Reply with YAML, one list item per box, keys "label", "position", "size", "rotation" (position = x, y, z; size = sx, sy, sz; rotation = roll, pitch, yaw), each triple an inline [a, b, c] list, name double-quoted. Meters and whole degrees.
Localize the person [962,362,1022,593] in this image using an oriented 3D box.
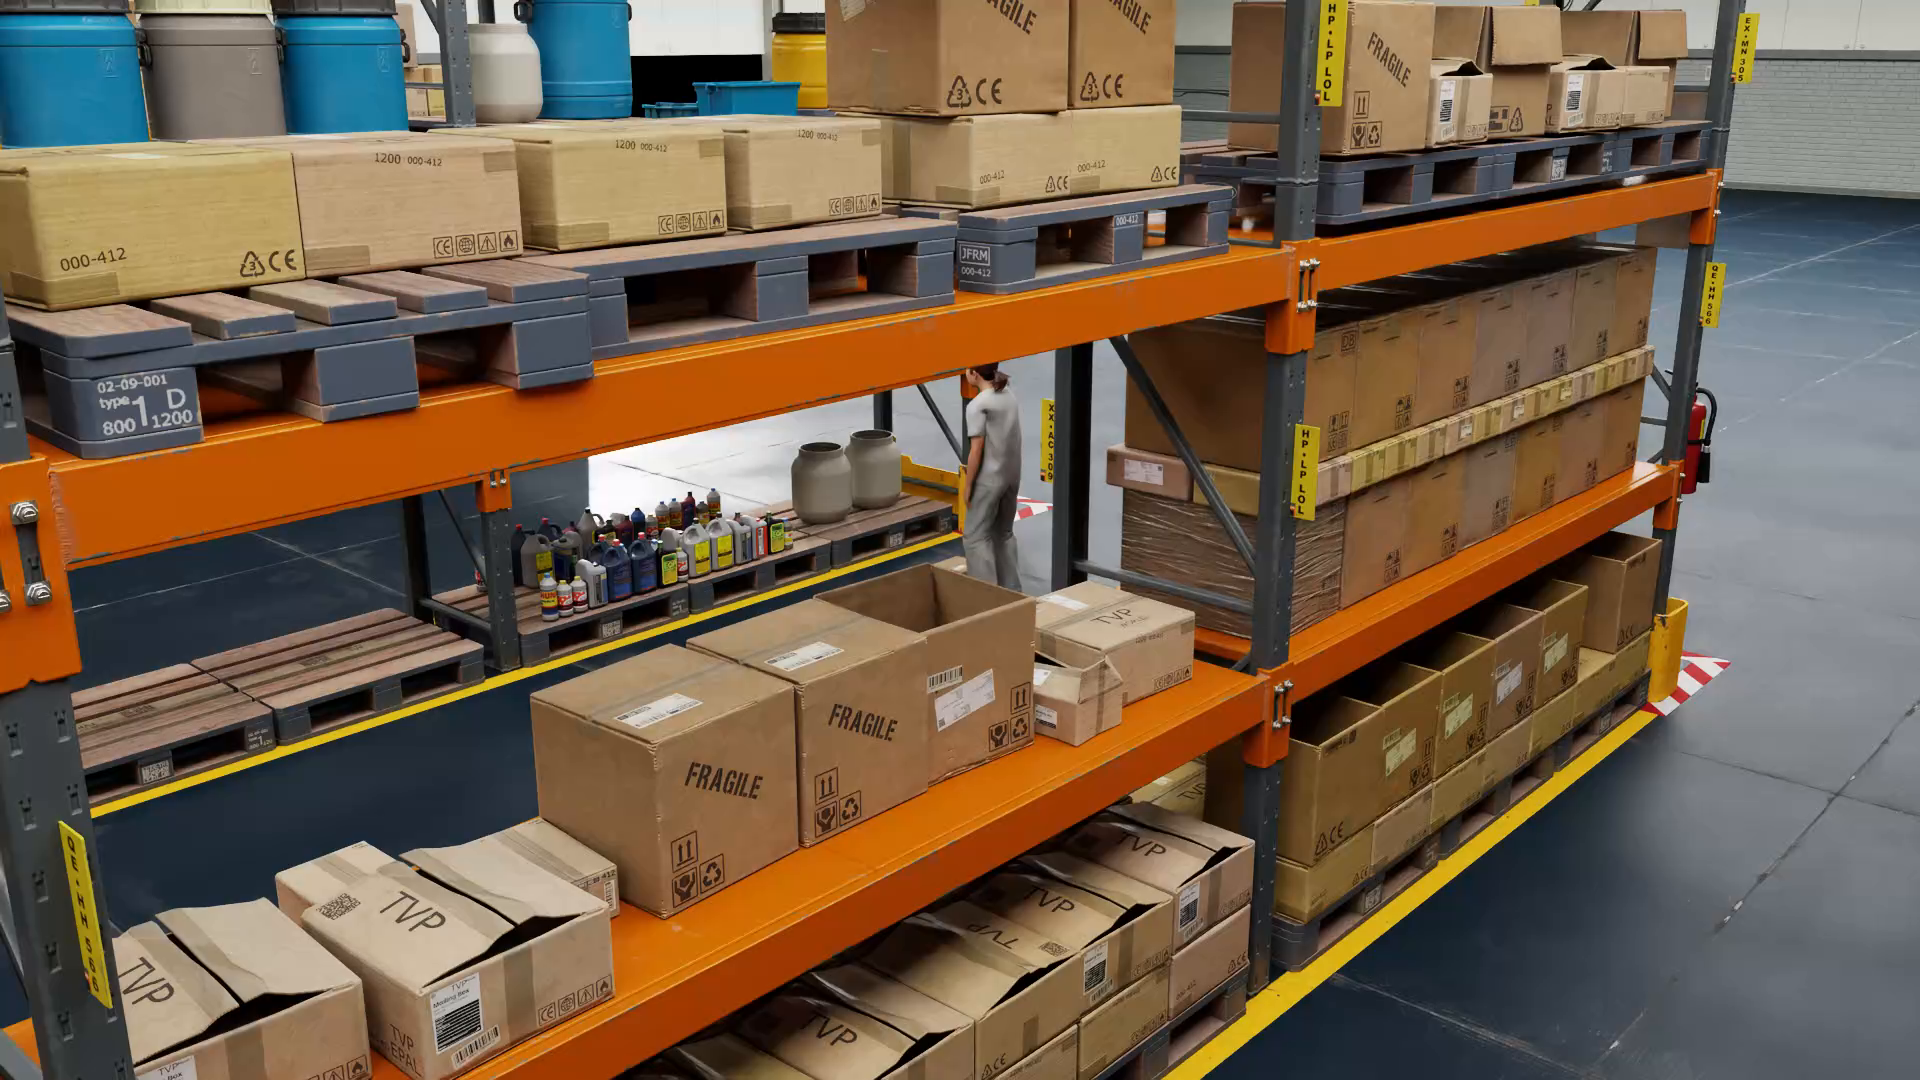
- label: "person"
  position: [0.187, -0.361, 10.230]
  size: [0.363, 1.671, 0.502]
  rotation: [13, 21, 37]
